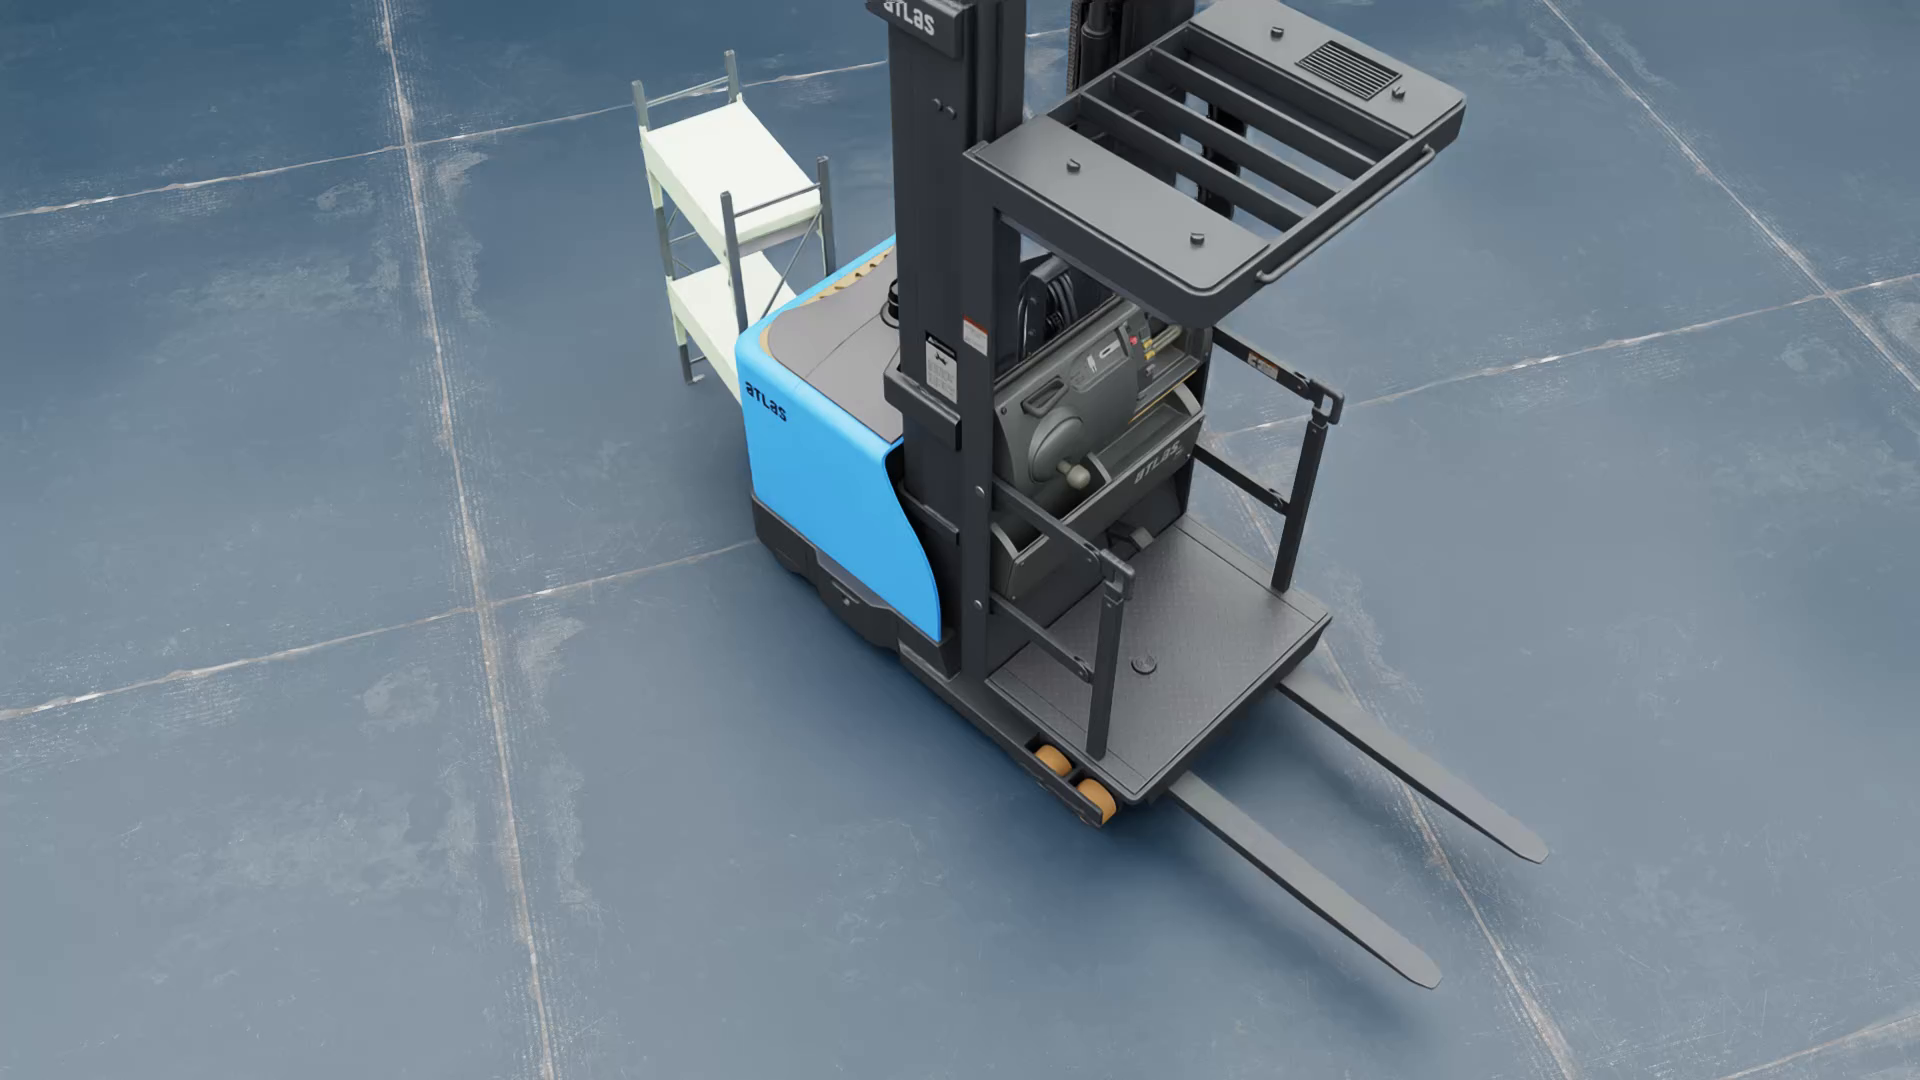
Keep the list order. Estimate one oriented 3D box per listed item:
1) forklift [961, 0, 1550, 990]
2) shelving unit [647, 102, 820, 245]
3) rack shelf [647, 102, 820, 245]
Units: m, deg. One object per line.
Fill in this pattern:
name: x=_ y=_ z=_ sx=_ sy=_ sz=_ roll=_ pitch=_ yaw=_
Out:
forklift: x=0.909 y=-0.122 z=4.856 sx=2.170 sy=2.733 sz=1.118 roll=37 pitch=59 yaw=27
shelving unit: x=-0.814 y=-1.324 z=5.990 sx=0.368 sy=0.052 sz=0.686 roll=-24 pitch=54 yaw=-19
rack shelf: x=-0.814 y=-1.324 z=5.990 sx=0.368 sy=0.052 sz=0.686 roll=-24 pitch=54 yaw=-19
